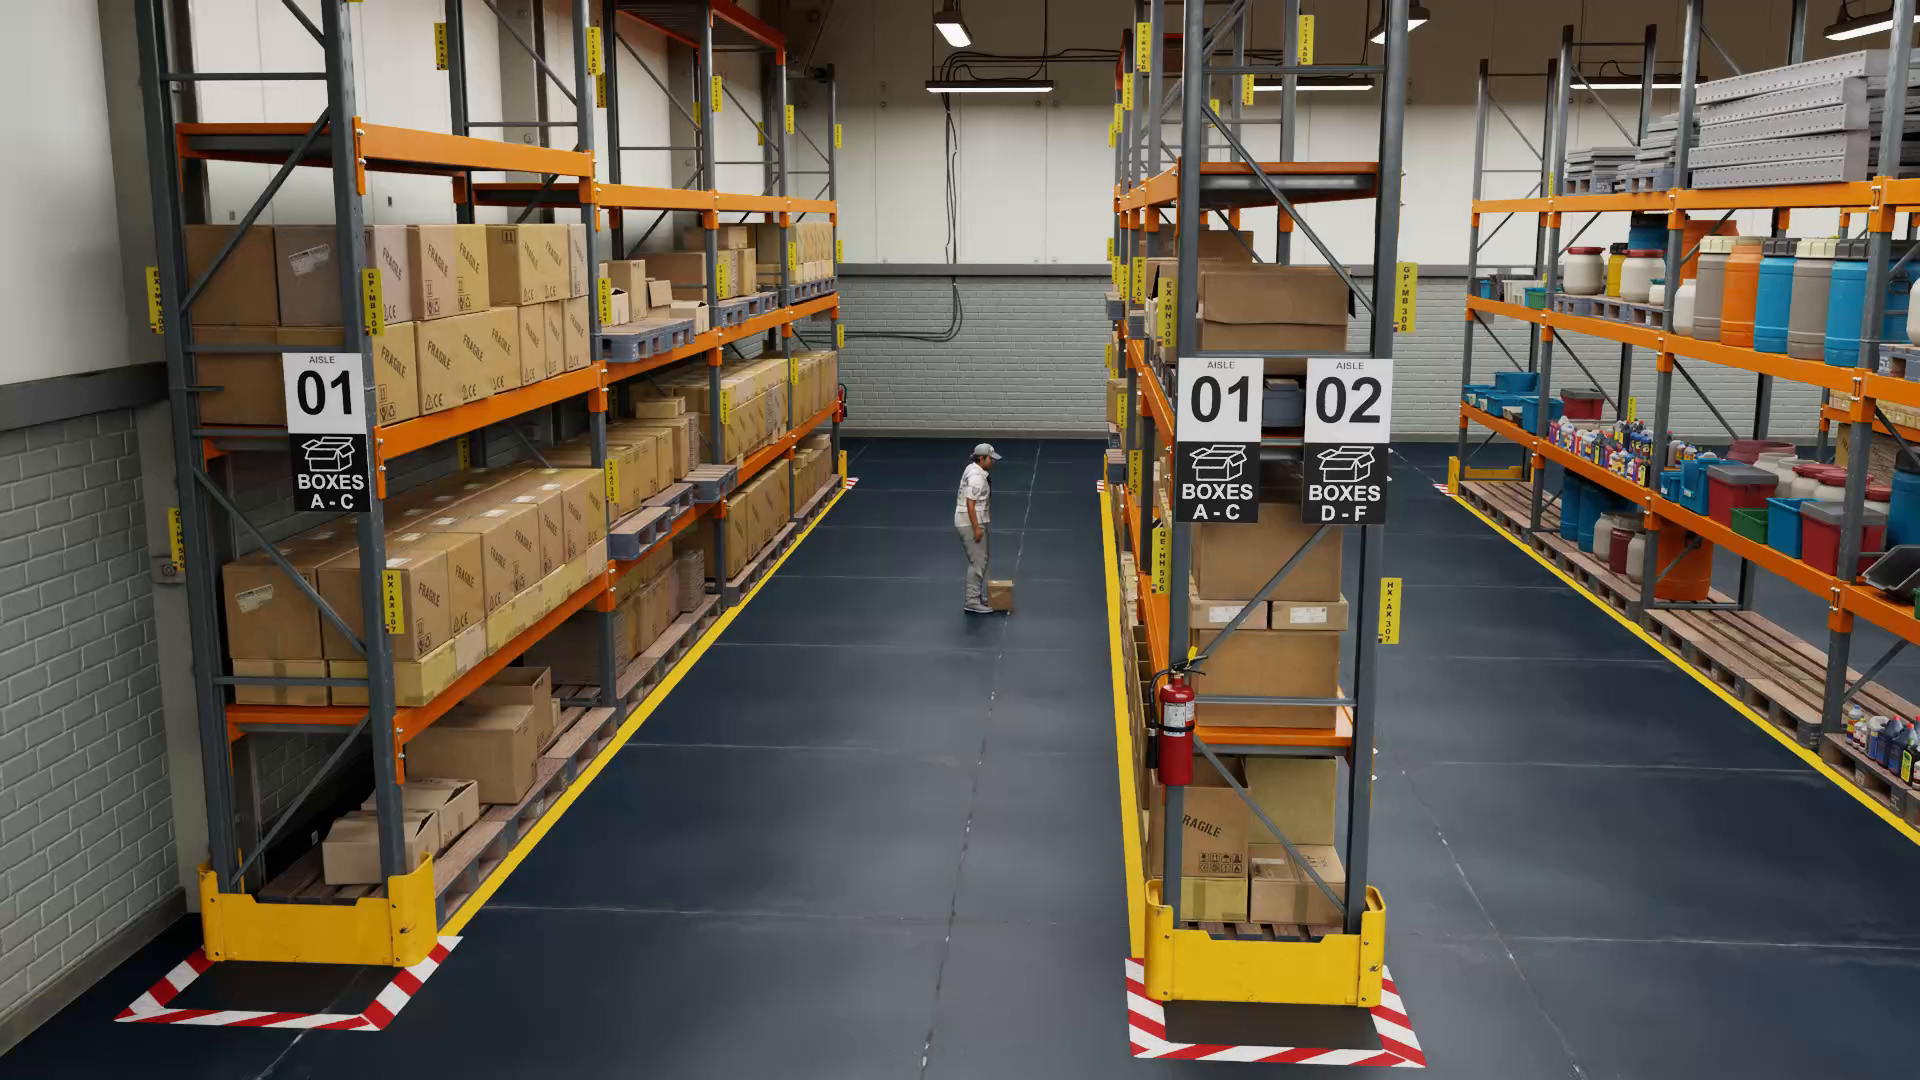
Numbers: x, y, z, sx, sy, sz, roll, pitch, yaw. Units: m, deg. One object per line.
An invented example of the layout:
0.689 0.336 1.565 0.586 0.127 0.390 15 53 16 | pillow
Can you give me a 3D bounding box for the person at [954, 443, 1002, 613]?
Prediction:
0.179 -0.136 16.622 0.469 1.665 0.537 1 11 3 | person
